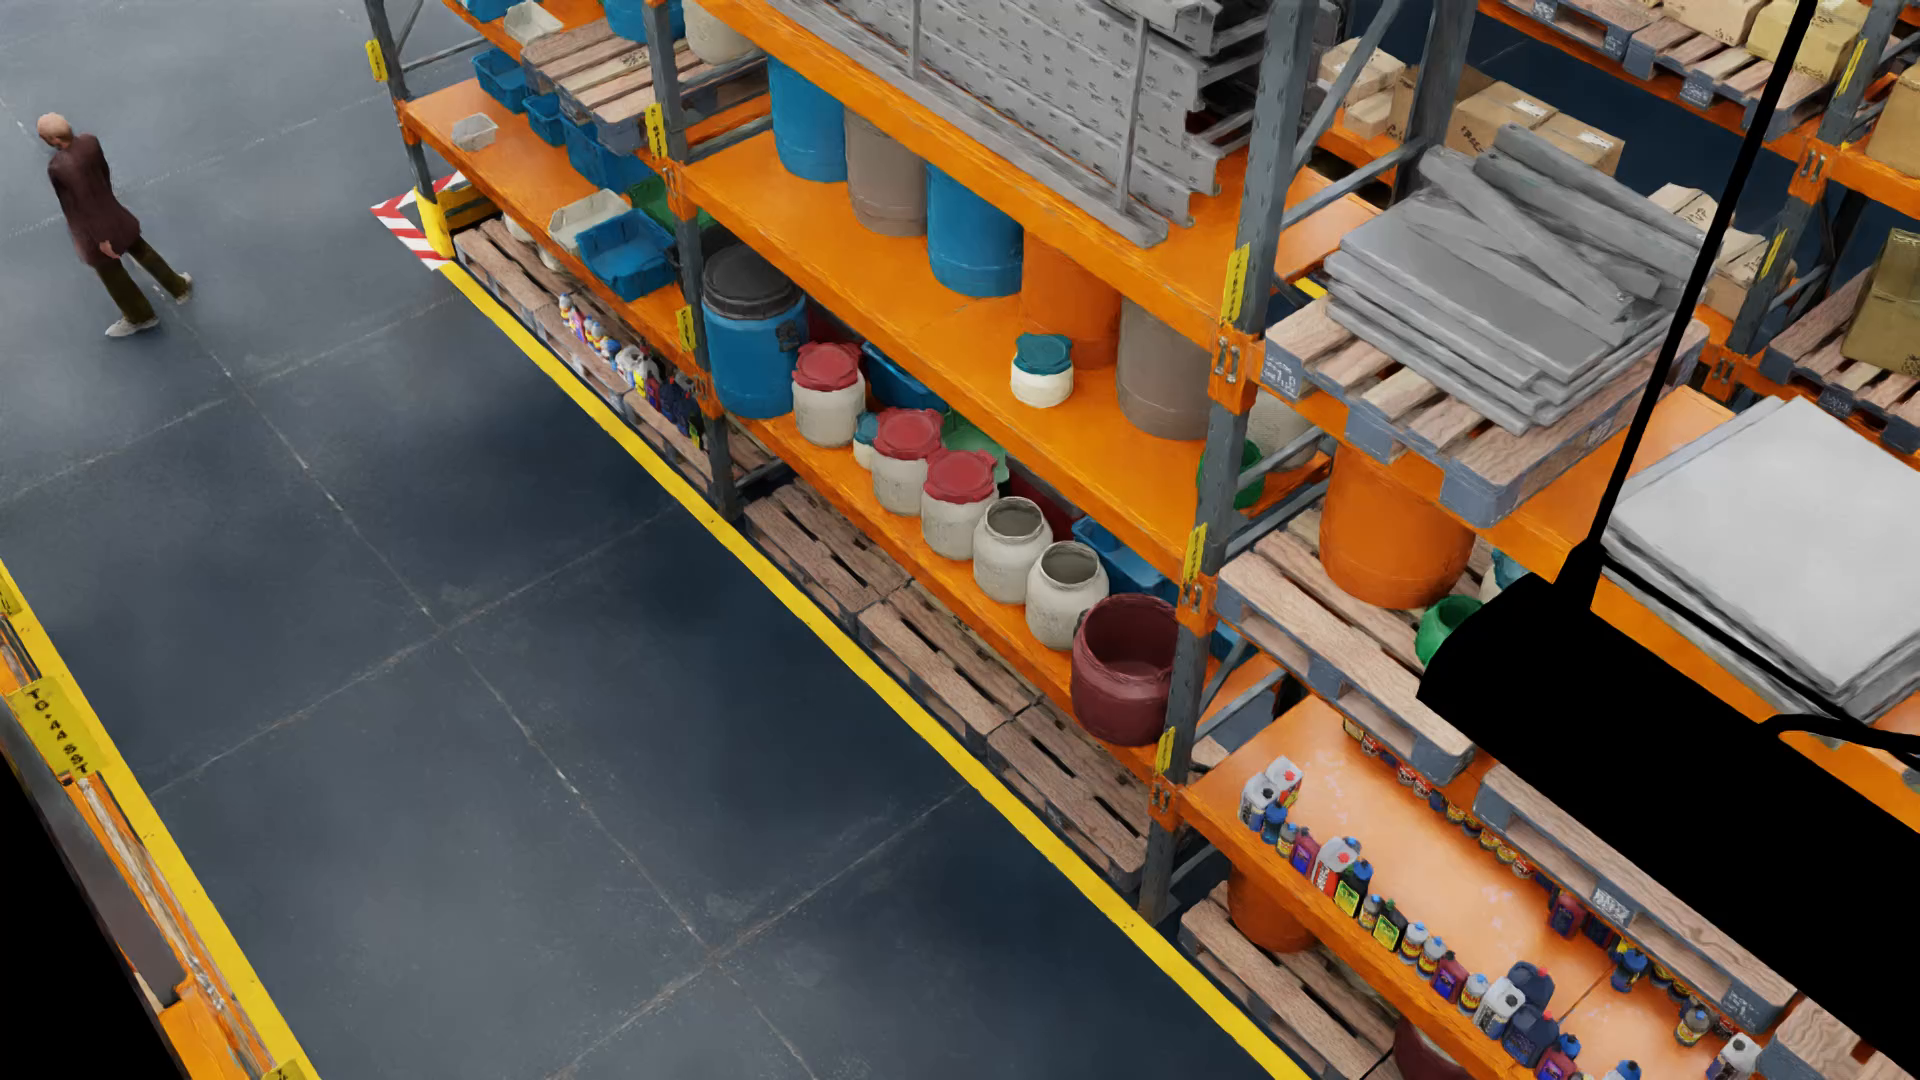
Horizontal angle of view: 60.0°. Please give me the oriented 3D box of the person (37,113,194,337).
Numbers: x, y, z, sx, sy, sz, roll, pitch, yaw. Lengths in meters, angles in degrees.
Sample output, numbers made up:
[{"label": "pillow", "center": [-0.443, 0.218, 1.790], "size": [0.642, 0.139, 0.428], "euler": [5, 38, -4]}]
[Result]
[{"label": "person", "center": [-6.114, -2.356, 12.000], "size": [0.504, 1.775, 0.768], "euler": [3, 47, 3]}]
